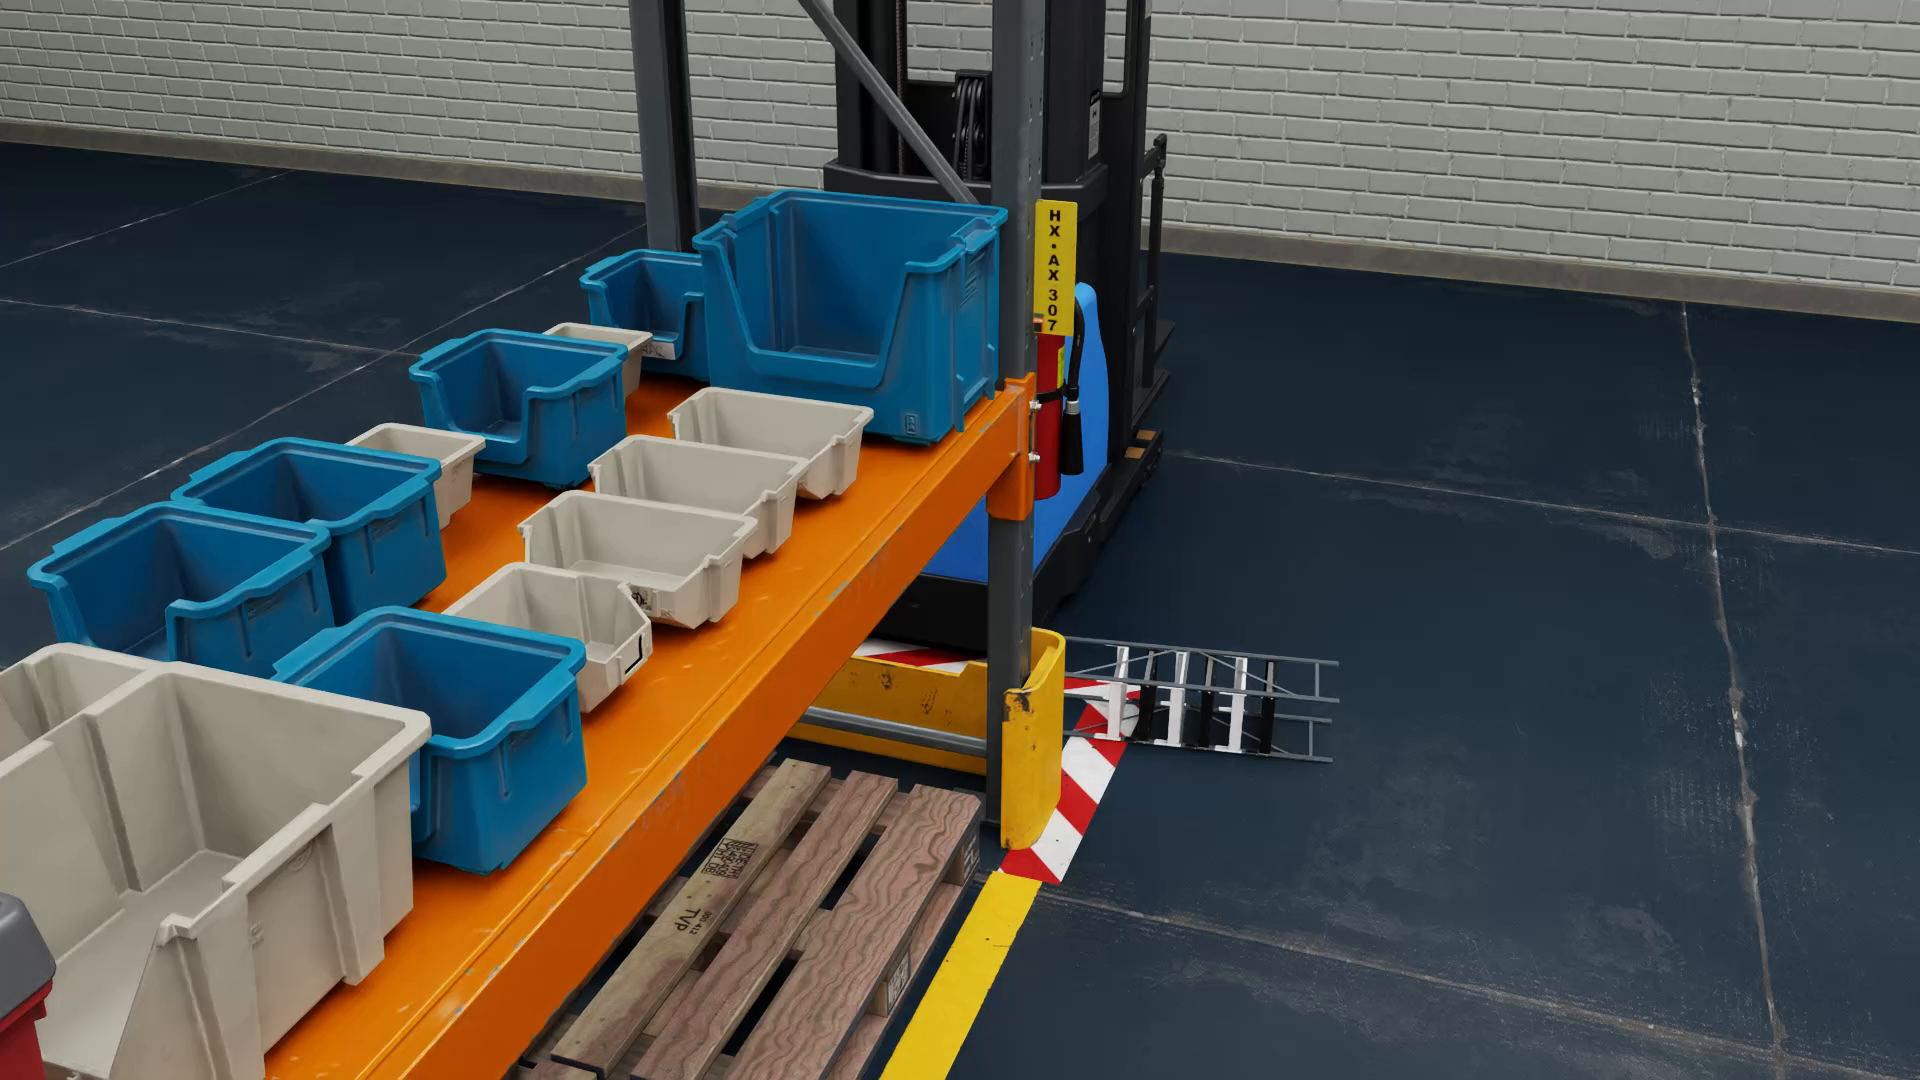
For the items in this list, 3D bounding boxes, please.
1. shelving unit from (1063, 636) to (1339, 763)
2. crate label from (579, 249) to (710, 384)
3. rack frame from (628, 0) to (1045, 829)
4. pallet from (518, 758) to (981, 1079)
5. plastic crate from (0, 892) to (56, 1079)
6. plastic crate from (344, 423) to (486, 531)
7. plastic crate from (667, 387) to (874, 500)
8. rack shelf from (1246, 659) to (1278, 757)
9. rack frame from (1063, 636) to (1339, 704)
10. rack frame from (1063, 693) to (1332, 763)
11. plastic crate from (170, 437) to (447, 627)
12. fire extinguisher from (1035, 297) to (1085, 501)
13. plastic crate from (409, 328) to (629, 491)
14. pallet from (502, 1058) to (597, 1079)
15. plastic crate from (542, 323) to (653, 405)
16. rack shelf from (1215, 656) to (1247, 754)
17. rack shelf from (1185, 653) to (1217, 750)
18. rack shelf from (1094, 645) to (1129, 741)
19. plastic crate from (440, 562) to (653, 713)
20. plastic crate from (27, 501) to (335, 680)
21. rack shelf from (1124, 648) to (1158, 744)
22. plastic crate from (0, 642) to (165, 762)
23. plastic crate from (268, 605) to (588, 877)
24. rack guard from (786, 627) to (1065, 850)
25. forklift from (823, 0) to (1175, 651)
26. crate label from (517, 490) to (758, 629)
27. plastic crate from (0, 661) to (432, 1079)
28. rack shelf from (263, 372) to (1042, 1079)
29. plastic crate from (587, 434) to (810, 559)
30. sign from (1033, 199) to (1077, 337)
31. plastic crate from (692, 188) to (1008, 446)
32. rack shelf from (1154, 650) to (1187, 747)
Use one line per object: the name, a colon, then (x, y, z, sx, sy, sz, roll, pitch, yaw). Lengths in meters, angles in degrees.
shelving unit: (0.675, 0.474, 5.024, 0.900, 0.210, 0.258, 5, 26, 10)
crate label: (-0.691, -0.542, 4.051, 0.416, 0.233, 0.303, 9, 27, 17)
rack frame: (-0.299, -0.644, 4.138, 1.000, 3.000, 0.127, 9, 27, 17)
pallet: (-0.610, 0.944, 4.057, 1.003, 0.211, 1.213, 9, 27, 17)
plastic crate: (-1.096, 0.613, 1.399, 0.402, 0.464, 0.583, 9, 27, 17)
plastic crate: (-1.102, -0.100, 3.248, 0.250, 0.136, 0.298, 9, 27, 17)
plastic crate: (-0.399, -0.191, 3.436, 0.396, 0.136, 0.243, 9, 27, 17)
rack shelf: (0.907, 0.494, 4.983, 0.077, 0.200, 0.258, 5, 26, 10)
rack frame: (0.675, 0.383, 4.979, 0.900, 0.006, 0.240, 5, 26, 10)
rack frame: (0.675, 0.566, 5.068, 0.900, 0.006, 0.240, 5, 26, 10)
plastic crate: (-1.130, -0.001, 2.933, 0.416, 0.233, 0.300, 9, 27, 17)
fire extinguisher: (0.180, -0.438, 4.228, 0.296, 0.674, 0.183, 9, 27, 17)
plastic crate: (-0.910, -0.271, 3.492, 0.416, 0.233, 0.300, 9, 27, 17)
pallet: (-1.017, 1.444, 3.025, 1.003, 0.211, 1.213, 9, 27, 17)
plastic crate: (-0.876, -0.379, 3.824, 0.250, 0.136, 0.298, 9, 27, 17)
rack shelf: (0.819, 0.486, 4.999, 0.077, 0.200, 0.258, 5, 26, 10)
rack shelf: (0.731, 0.479, 5.014, 0.077, 0.200, 0.258, 5, 26, 10)
rack shelf: (0.466, 0.456, 5.060, 0.077, 0.200, 0.258, 5, 26, 10)
plastic crate: (-0.660, 0.168, 2.694, 0.298, 0.136, 0.250, 9, 27, 17)
plastic crate: (-1.229, 0.122, 2.678, 0.416, 0.233, 0.300, 9, 27, 17)
rack shelf: (0.554, 0.464, 5.045, 0.077, 0.200, 0.258, 5, 26, 10)
plastic crate: (-1.334, 0.332, 2.356, 0.293, 0.136, 0.466, 9, 27, 17)
plastic crate: (-0.740, 0.285, 2.342, 0.416, 0.233, 0.300, 9, 27, 17)
rack guard: (-0.303, 0.469, 4.707, 1.175, 0.500, 0.348, 9, 27, 17)
forklift: (0.203, -1.577, 6.144, 1.130, 2.935, 3.031, 9, 27, 17)
crate label: (-0.579, 0.044, 2.951, 0.396, 0.136, 0.243, 9, 27, 17)
plastic crate: (-0.948, 0.425, 1.997, 0.437, 0.282, 0.530, 9, 27, 17)
rack shelf: (-0.964, 0.502, 2.597, 1.077, 0.370, 4.000, 9, 27, 17)
plastic crate: (-0.509, -0.074, 3.195, 0.396, 0.136, 0.243, 9, 27, 17)
sign: (0.225, -0.644, 3.952, 0.100, 0.325, 0.005, 9, 27, 17)
plastic crate: (-0.234, -0.522, 3.777, 0.616, 0.435, 0.499, 9, 27, 17)
rack shelf: (0.642, 0.471, 5.029, 0.077, 0.200, 0.258, 5, 26, 10)
